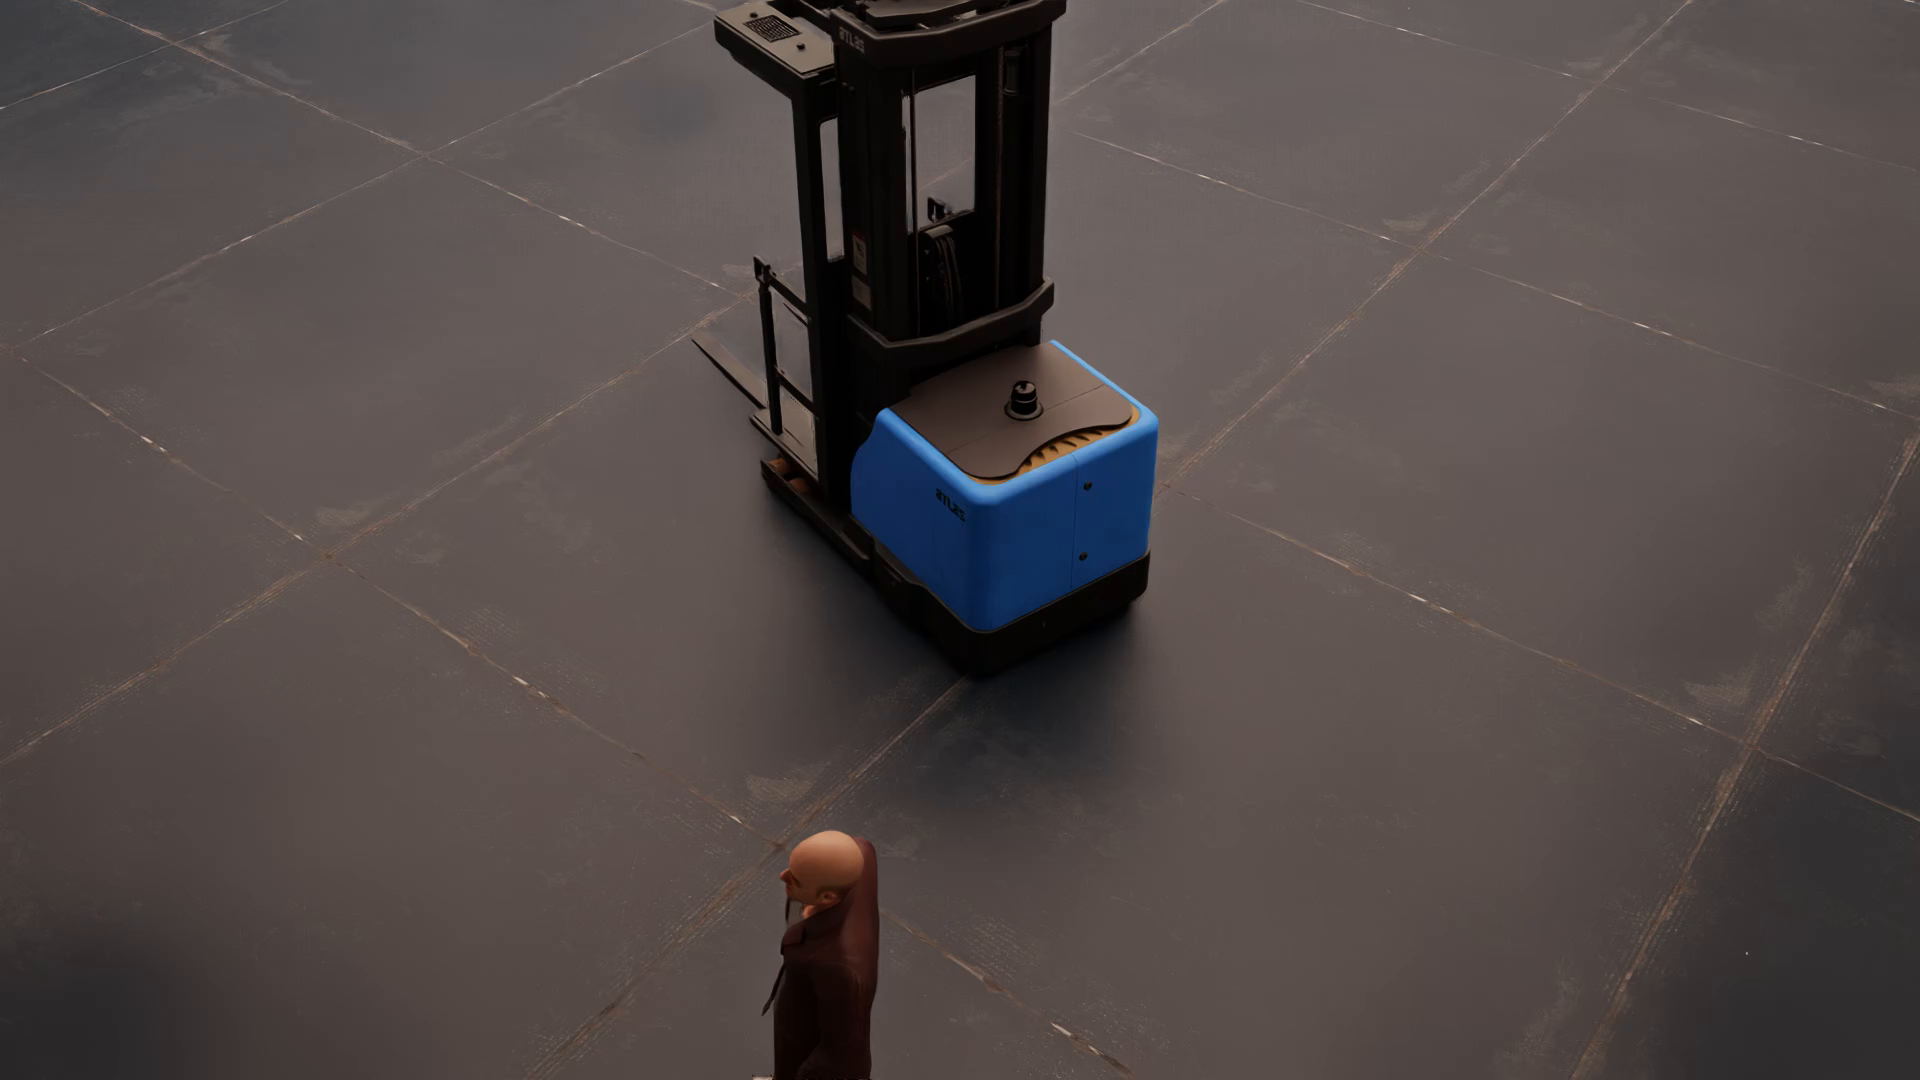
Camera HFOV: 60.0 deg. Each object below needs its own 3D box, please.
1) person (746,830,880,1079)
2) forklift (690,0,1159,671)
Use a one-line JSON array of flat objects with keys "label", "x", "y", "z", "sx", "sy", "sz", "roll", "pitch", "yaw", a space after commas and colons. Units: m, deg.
[{"label": "person", "x": -0.531, "y": 1.486, "z": 5.213, "sx": 0.582, "sy": 1.780, "sz": 0.705, "roll": -1, "pitch": 40, "yaw": -2}, {"label": "forklift", "x": -0.369, "y": -1.436, "z": 7.758, "sx": 1.130, "sy": 2.935, "sz": 3.031, "roll": -25, "pitch": 46, "yaw": -26}]
